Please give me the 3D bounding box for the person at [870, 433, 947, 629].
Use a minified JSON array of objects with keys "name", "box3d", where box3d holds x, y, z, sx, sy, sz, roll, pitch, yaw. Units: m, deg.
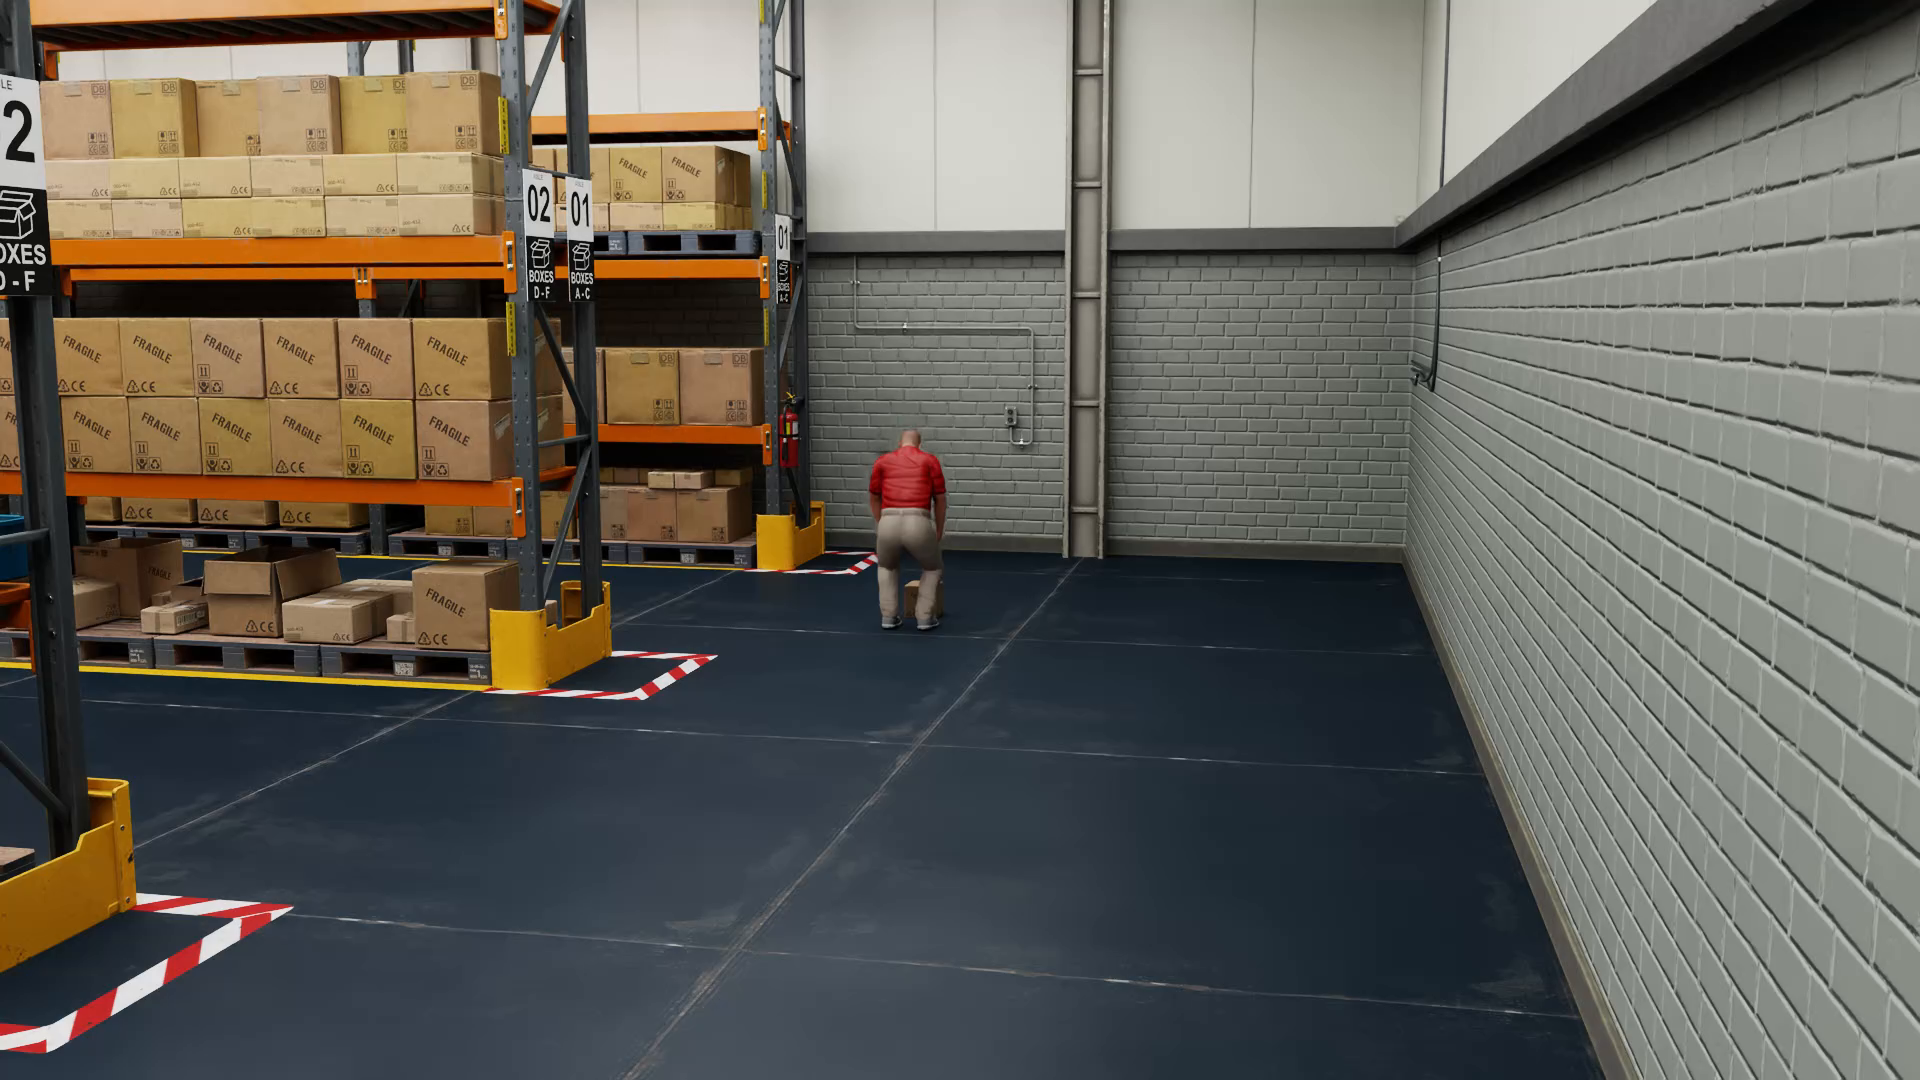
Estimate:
[{"name":"person","box3d":[-0.408,-0.062,12.411,0.589,1.438,0.687,2,8,11]}]
